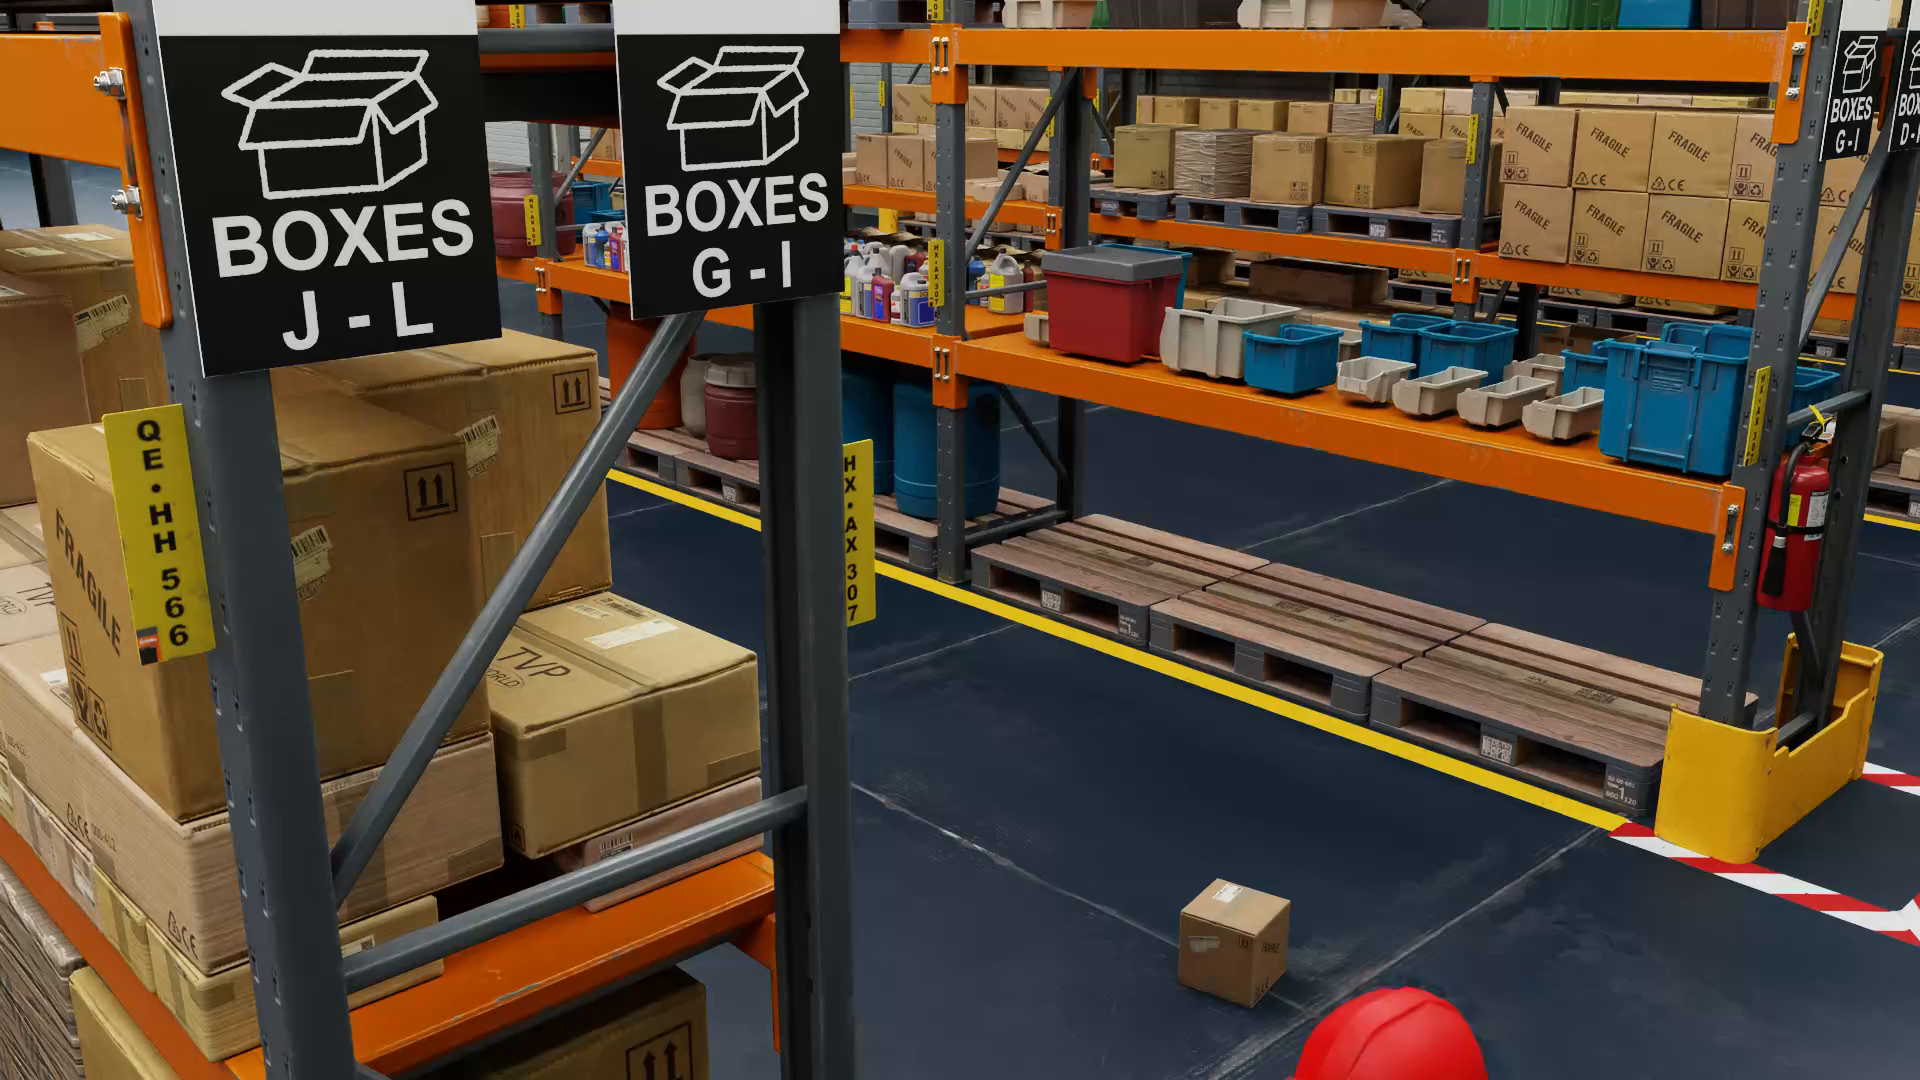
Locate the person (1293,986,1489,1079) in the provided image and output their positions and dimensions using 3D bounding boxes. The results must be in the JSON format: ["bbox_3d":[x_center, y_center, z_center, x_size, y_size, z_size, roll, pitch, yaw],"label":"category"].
[{"bbox_3d":[0.512,1.367,2.073,0.549,1.758,0.956,7,19,23],"label":"person"}]
